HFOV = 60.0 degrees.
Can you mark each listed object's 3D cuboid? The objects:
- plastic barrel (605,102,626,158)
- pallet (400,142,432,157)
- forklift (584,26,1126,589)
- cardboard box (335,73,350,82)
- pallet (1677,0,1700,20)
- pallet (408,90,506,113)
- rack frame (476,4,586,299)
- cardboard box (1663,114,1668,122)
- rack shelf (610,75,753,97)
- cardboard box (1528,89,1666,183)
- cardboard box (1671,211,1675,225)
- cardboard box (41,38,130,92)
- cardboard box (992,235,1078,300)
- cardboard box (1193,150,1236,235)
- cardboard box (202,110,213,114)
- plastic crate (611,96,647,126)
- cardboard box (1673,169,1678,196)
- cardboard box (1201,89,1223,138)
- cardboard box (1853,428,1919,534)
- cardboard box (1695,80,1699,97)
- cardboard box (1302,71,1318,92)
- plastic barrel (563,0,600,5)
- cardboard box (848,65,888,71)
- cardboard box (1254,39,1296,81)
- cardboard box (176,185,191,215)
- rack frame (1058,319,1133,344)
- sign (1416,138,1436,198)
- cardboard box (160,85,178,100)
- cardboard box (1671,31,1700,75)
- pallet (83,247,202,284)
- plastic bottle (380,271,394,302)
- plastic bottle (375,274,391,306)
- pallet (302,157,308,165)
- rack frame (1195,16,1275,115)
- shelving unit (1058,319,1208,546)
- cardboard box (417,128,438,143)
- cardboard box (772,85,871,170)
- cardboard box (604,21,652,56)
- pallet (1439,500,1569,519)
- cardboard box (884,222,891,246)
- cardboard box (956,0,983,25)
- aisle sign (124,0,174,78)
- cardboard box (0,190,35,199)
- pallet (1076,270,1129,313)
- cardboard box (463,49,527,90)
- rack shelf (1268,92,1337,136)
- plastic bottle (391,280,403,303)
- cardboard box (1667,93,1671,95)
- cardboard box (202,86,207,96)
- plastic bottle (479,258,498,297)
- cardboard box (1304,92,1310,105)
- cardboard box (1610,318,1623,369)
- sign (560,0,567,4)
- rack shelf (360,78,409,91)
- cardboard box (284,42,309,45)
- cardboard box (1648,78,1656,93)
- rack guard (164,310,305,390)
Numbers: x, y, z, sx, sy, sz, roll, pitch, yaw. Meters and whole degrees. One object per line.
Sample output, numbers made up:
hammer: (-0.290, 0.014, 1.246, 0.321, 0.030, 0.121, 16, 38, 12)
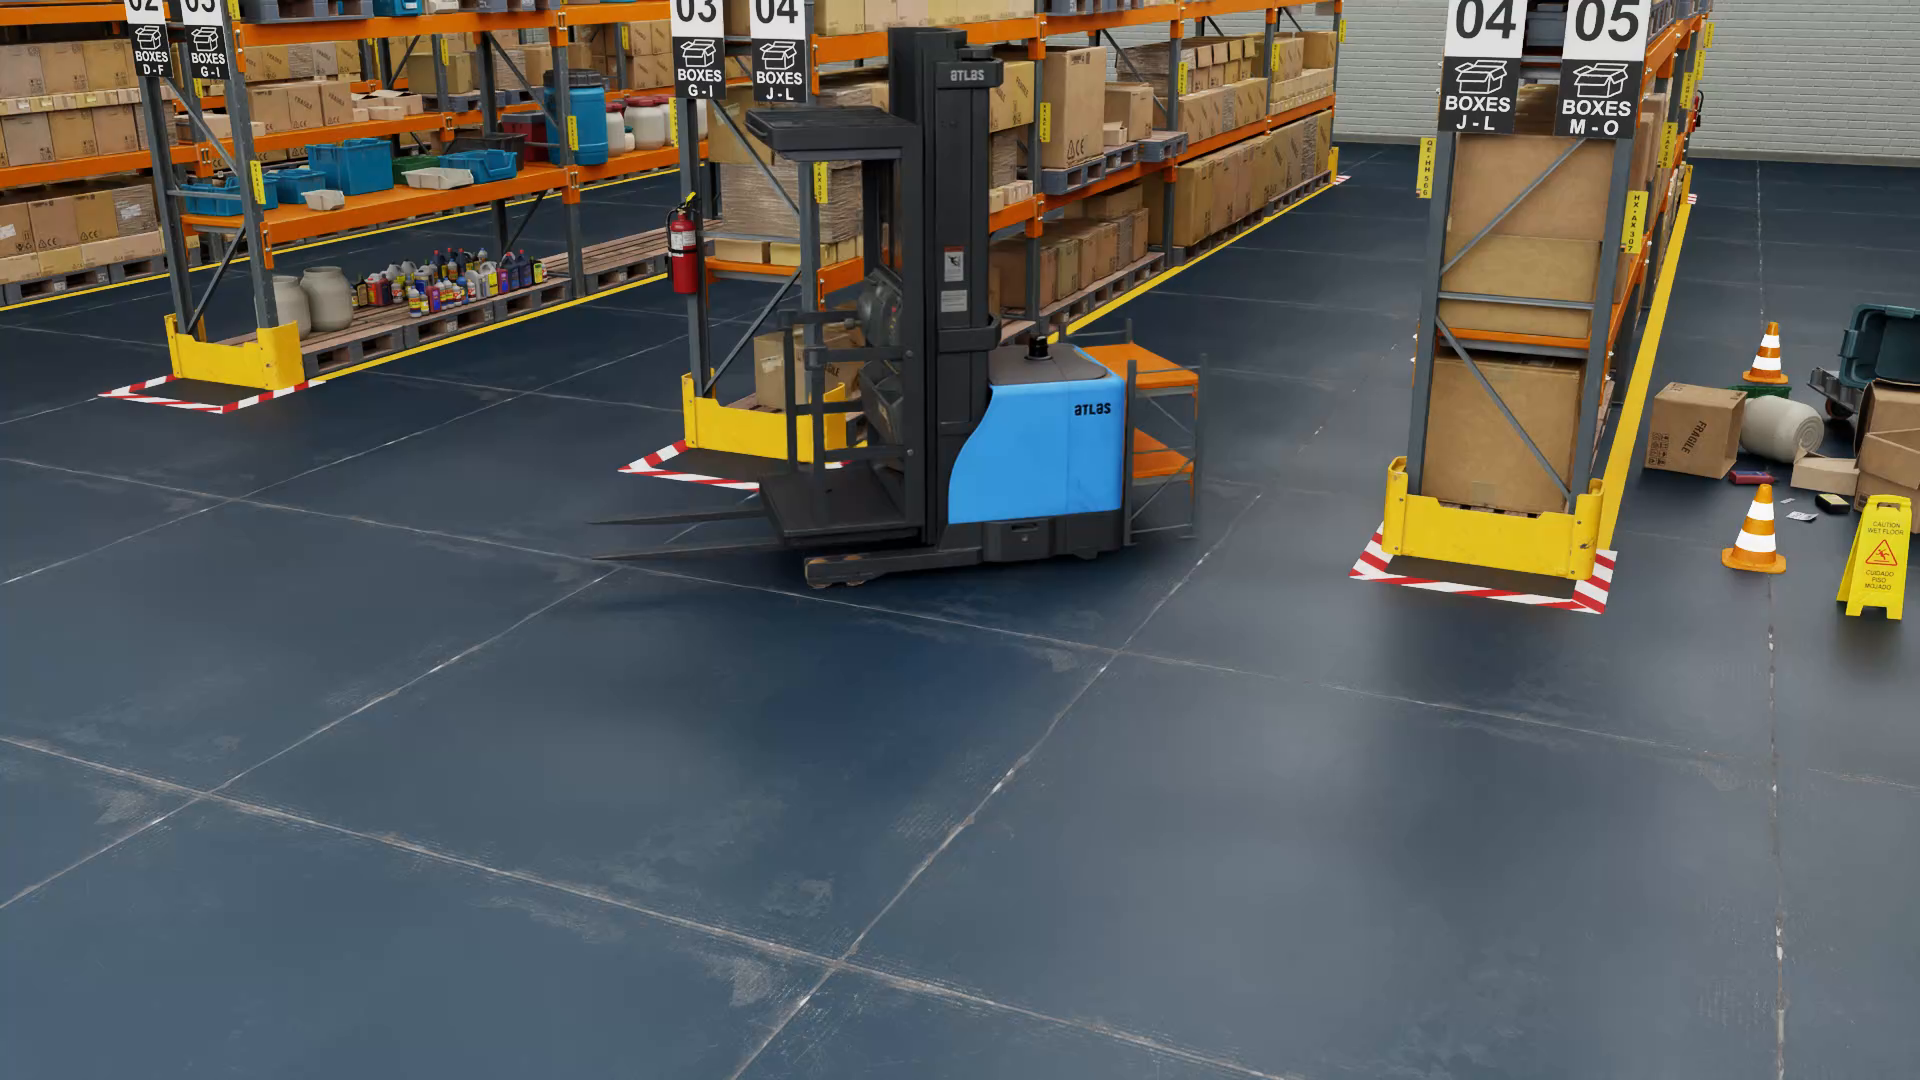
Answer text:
plastic barrel: (-3.698, -4.260, 17.269, 0.433, 0.535, 0.433, 0, 20, 0)
pallet: (-9.669, -6.647, 28.343, 1.003, 0.211, 1.213, 9, 21, 23)
forklift: (-0.628, -1.306, 9.268, 3.031, 2.935, 1.130, -5, 20, -13)
cardboard box: (-10.014, -7.407, 26.666, 0.380, 0.149, 0.250, 9, 21, 24)
pallet: (5.680, -4.544, 14.073, 1.003, 0.211, 1.213, 10, 22, 25)
pallet: (-6.955, -5.964, 22.548, 1.213, 0.211, 1.003, 9, 21, 23)
rack frame: (-4.289, -3.934, 16.554, 1.000, 3.000, 0.127, 9, 21, 23)
cardboard box: (6.732, -4.105, 16.340, 0.380, 0.149, 0.250, 10, 22, 25)
rack shelf: (-4.712, -7.333, 27.184, 1.077, 0.370, 4.000, 9, 21, 23)
cardboard box: (4.411, -2.830, 11.615, 0.875, 0.550, 0.550, 9, 21, 23)
cardboard box: (8.431, -3.910, 20.115, 0.380, 0.149, 0.250, 8, 21, 20)
cardboard box: (-9.189, -4.982, 17.415, 0.700, 0.500, 0.500, 8, 21, 23)
cardboard box: (0.713, -2.612, 15.910, 0.700, 0.500, 0.500, 8, 21, 22)
cardboard box: (2.541, -4.153, 19.715, 1.225, 0.875, 0.875, 9, 21, 23)
cardboard box: (-8.614, -4.845, 19.317, 0.396, 0.266, 0.258, 8, 21, 21)
plastic crate: (-3.592, -4.735, 18.710, 0.402, 0.464, 0.583, 9, 21, 23)
cardboard box: (7.914, -4.099, 19.004, 0.500, 0.250, 0.500, 8, 21, 21)
cardboard box: (2.730, -4.950, 19.263, 0.500, 0.500, 0.500, 8, 21, 22)
cardboard box: (6.042, -0.380, 10.286, 0.797, 0.503, 0.637, -5, 20, -15)
cardboard box: (9.678, -6.226, 22.405, 0.500, 0.500, 0.500, 9, 21, 24)
cardboard box: (4.770, -6.497, 23.541, 0.500, 0.250, 0.500, 8, 21, 21)
plastic barrel: (-4.011, -5.969, 17.050, 0.600, 0.901, 0.600, 0, 20, 0)
cardboard box: (-0.596, -3.504, 13.260, 0.500, 0.500, 0.500, 9, 21, 23)
cardboard box: (4.143, -6.383, 22.102, 0.500, 0.500, 0.500, 9, 21, 23)
cardboard box: (-8.903, -3.944, 19.223, 0.500, 0.311, 0.500, 9, 21, 23)
rack frame: (0.856, -0.846, 10.668, 0.500, 1.125, 0.032, -7, 21, -19)
sign: (2.585, -2.056, 9.192, 0.100, 0.325, 0.005, 9, 21, 23)
cardboard box: (-8.723, -4.855, 18.026, 0.380, 0.149, 0.250, 9, 21, 23)
cardboard box: (8.396, -5.751, 19.579, 0.500, 0.500, 0.500, 9, 22, 24)
pallet: (-9.171, -3.064, 18.268, 1.003, 0.211, 1.213, 9, 21, 23)
plastic bottle: (-5.390, -2.372, 15.571, 0.152, 0.276, 0.135, 8, 21, 21)
plastic bottle: (-5.350, -2.319, 15.410, 0.061, 0.283, 0.133, 9, 21, 23)
pallet: (-10.299, -6.179, 27.028, 1.003, 0.211, 1.213, 9, 21, 23)
rack frame: (3.505, -5.700, 21.519, 1.000, 3.000, 0.127, 9, 21, 23)
shelving unit: (1.028, -0.685, 10.217, 0.538, 1.125, 1.048, -7, 21, -19)
cardboard box: (-9.443, -7.127, 28.635, 0.700, 0.500, 0.500, 8, 21, 22)
cardboard box: (-0.935, -2.821, 11.338, 0.500, 0.500, 0.500, 9, 21, 23)
cardboard box: (-5.081, -7.684, 25.457, 0.500, 0.500, 0.500, 9, 22, 24)
pallet: (3.331, -0.261, 10.389, 1.003, 0.211, 1.213, 9, 21, 23)
cardboard box: (-0.646, -2.270, 12.251, 0.380, 0.149, 0.250, 9, 21, 23)
cardboard box: (-0.147, -4.107, 12.788, 0.500, 0.250, 0.500, 8, 21, 22)
aisle sign: (-6.228, -3.955, 12.733, 0.394, 0.787, 0.004, 9, 21, 23)
cardboard box: (-9.895, -3.313, 17.165, 0.500, 0.500, 0.500, 9, 21, 23)
pallet: (1.045, -2.553, 16.832, 1.003, 0.211, 1.213, 9, 21, 23)
cardboard box: (-6.465, -6.544, 23.117, 0.700, 0.500, 0.500, 13, 23, 33)
rack shelf: (4.324, -5.972, 23.359, 1.077, 0.370, 4.000, 9, 21, 23)
plastic bottle: (-5.269, -2.326, 15.552, 0.097, 0.201, 0.097, 0, 20, 0)
cardboard box: (7.038, -4.478, 16.944, 0.380, 0.149, 0.250, 8, 21, 20)
cardboard box: (-11.233, -6.552, 24.260, 0.380, 0.149, 0.250, 9, 21, 23)
plastic bottle: (-4.501, -2.499, 15.817, 0.144, 0.351, 0.185, 8, 21, 22)
cardboard box: (4.671, -6.183, 23.253, 0.380, 0.149, 0.250, 9, 21, 24)
cardboard box: (4.885, -1.883, 13.517, 1.050, 0.750, 0.750, 8, 21, 22)
sign: (-3.792, -5.272, 15.828, 0.100, 0.325, 0.005, 9, 21, 23)
rack shelf: (-9.233, -8.011, 29.092, 1.077, 0.370, 4.000, 9, 21, 23)
cardboard box: (-10.437, -7.800, 25.683, 0.500, 0.250, 0.500, 9, 21, 24)
cardboard box: (5.535, -3.680, 14.198, 0.700, 0.500, 0.500, 8, 21, 22)
rack guard: (-5.939, -1.563, 13.618, 1.175, 0.500, 0.348, 9, 21, 23)
